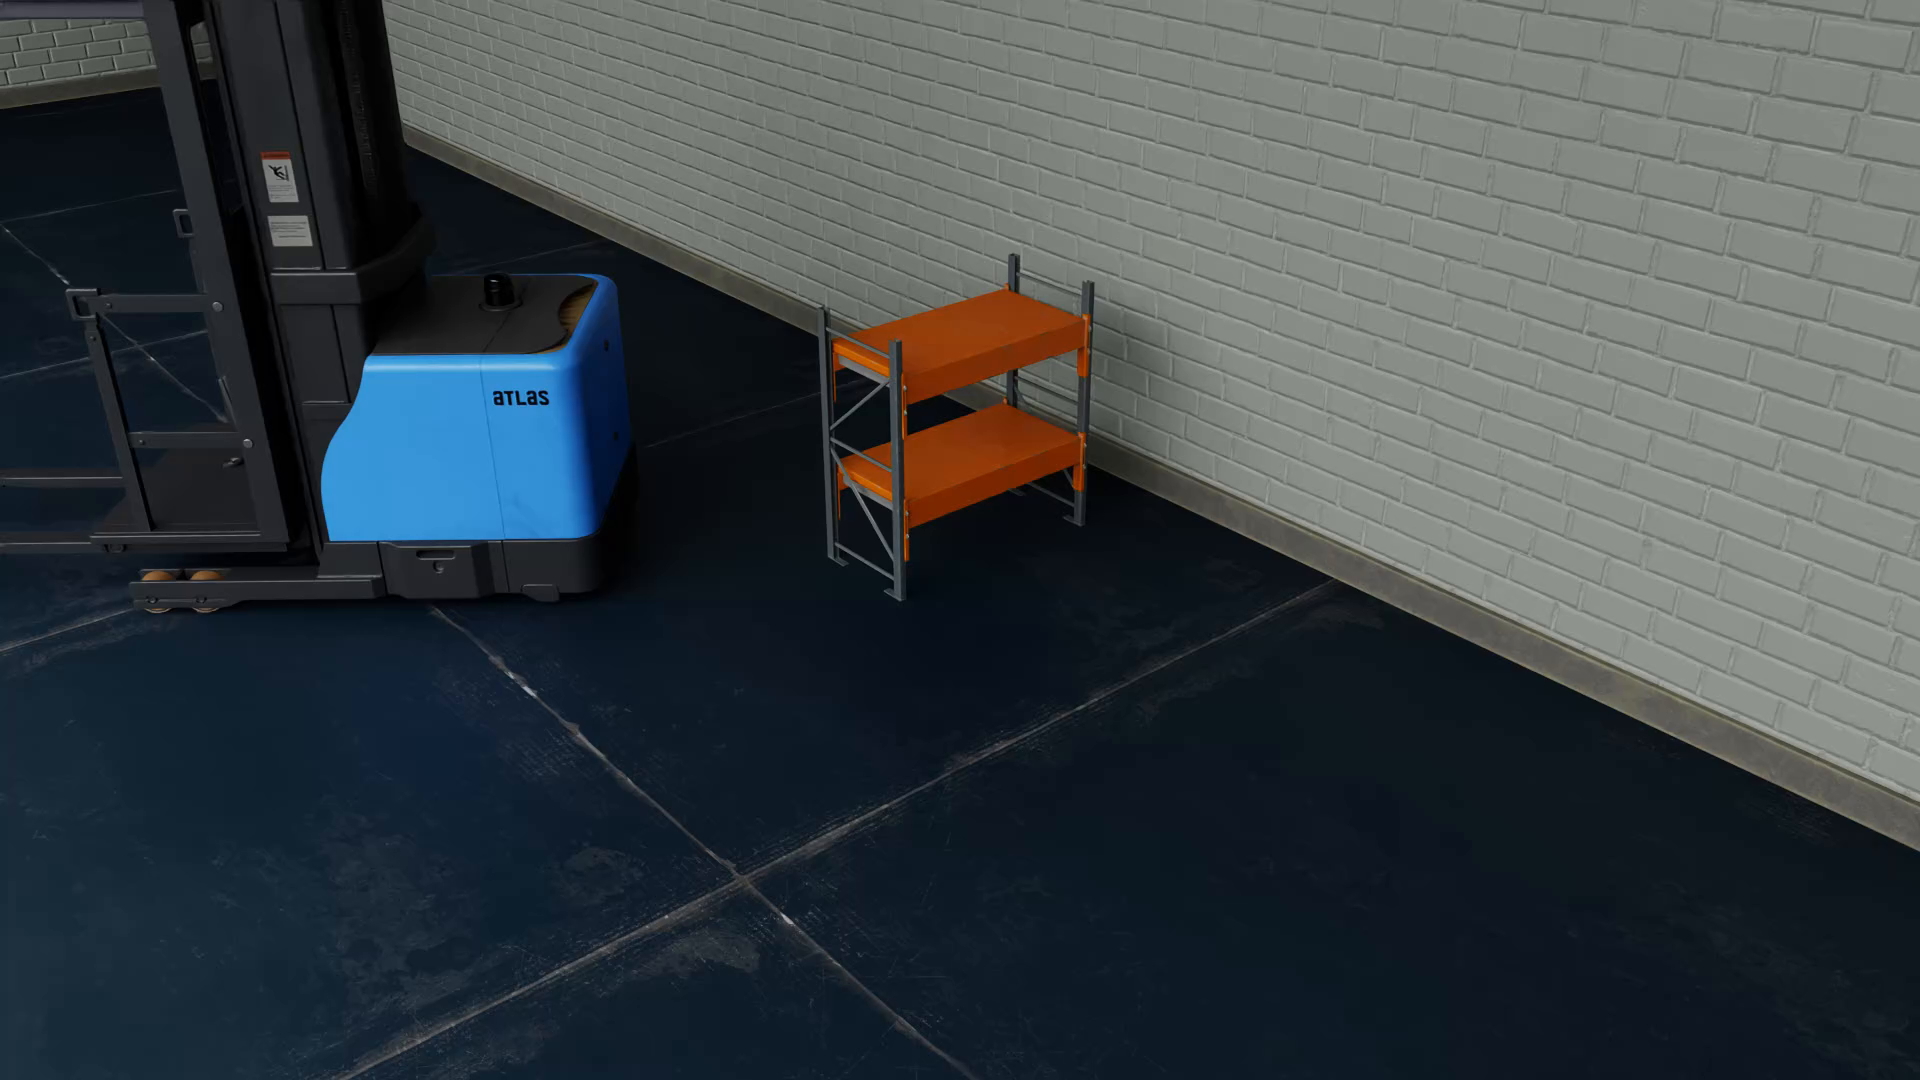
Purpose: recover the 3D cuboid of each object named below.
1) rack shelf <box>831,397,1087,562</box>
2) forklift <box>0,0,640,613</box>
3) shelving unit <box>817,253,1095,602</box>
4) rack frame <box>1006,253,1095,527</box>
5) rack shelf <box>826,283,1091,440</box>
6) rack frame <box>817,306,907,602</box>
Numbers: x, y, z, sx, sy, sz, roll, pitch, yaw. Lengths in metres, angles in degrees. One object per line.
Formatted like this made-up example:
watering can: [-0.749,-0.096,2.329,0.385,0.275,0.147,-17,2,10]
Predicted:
rack shelf: [-0.005,-0.278,7.096,1.000,0.278,0.538,-22,35,-35]
forklift: [-2.957,-1.251,6.480,3.031,2.935,1.130,-1,28,-1]
shelving unit: [-0.005,-0.494,6.981,1.048,1.125,0.538,-22,35,-35]
rack frame: [0.382,-0.650,7.272,0.032,1.125,0.500,-22,35,-35]
rack shelf: [-0.005,-0.752,6.843,1.000,0.278,0.538,-22,35,-35]
rack frame: [-0.392,-0.339,6.690,0.032,1.125,0.500,-22,35,-35]
